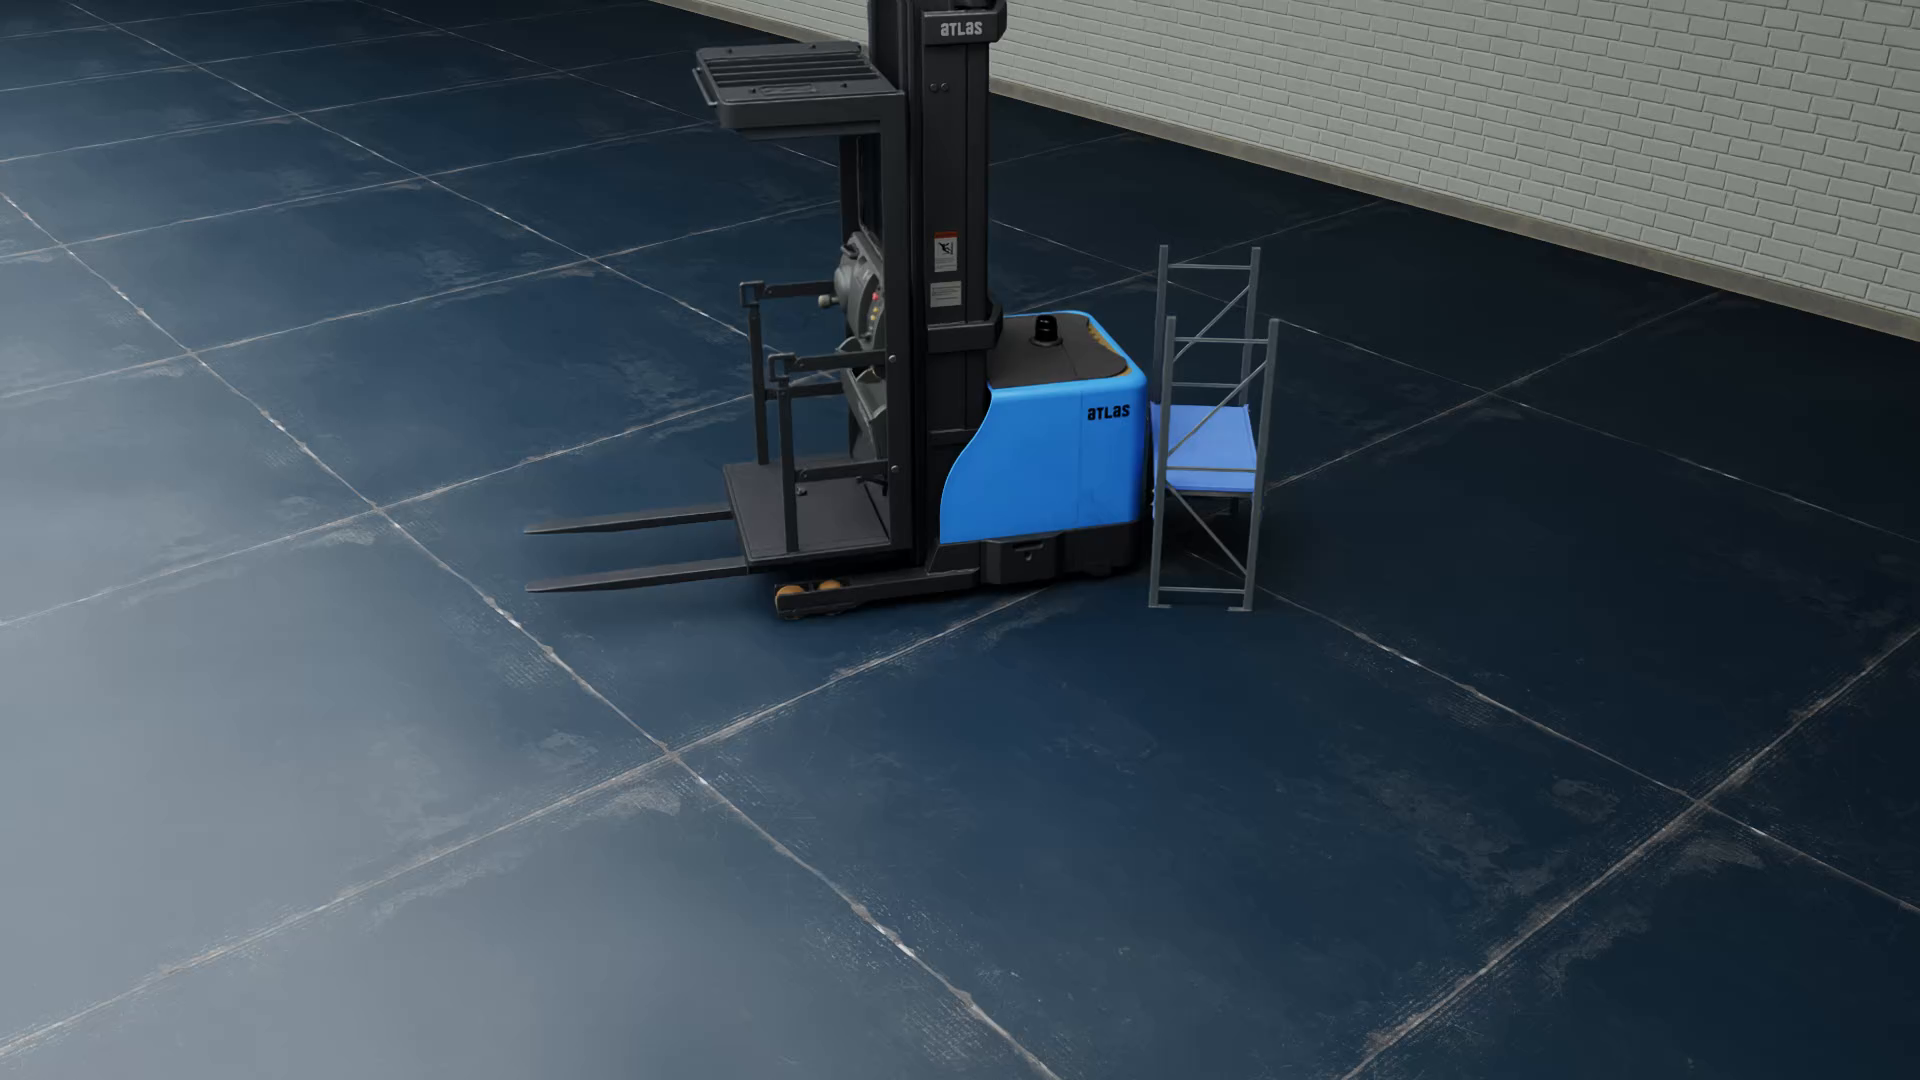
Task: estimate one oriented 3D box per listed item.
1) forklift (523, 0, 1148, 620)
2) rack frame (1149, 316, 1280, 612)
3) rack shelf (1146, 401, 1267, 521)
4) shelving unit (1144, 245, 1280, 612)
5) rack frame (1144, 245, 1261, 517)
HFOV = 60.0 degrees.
[{"bbox_3d":[-0.658,-1.181,7.849,3.031,2.935,1.130,-7,29,-12],"label":"forklift"},{"bbox_3d":[1.173,-0.326,7.769,0.500,1.500,0.032,2,28,4],"label":"rack frame"},{"bbox_3d":[1.212,-0.406,8.301,0.538,0.185,1.000,2,28,4],"label":"rack shelf"},{"bbox_3d":[1.212,-0.565,8.216,0.538,1.500,1.048,2,28,4],"label":"shelving unit"},{"bbox_3d":[1.251,-0.804,8.663,0.500,1.500,0.032,2,28,4],"label":"rack frame"}]
